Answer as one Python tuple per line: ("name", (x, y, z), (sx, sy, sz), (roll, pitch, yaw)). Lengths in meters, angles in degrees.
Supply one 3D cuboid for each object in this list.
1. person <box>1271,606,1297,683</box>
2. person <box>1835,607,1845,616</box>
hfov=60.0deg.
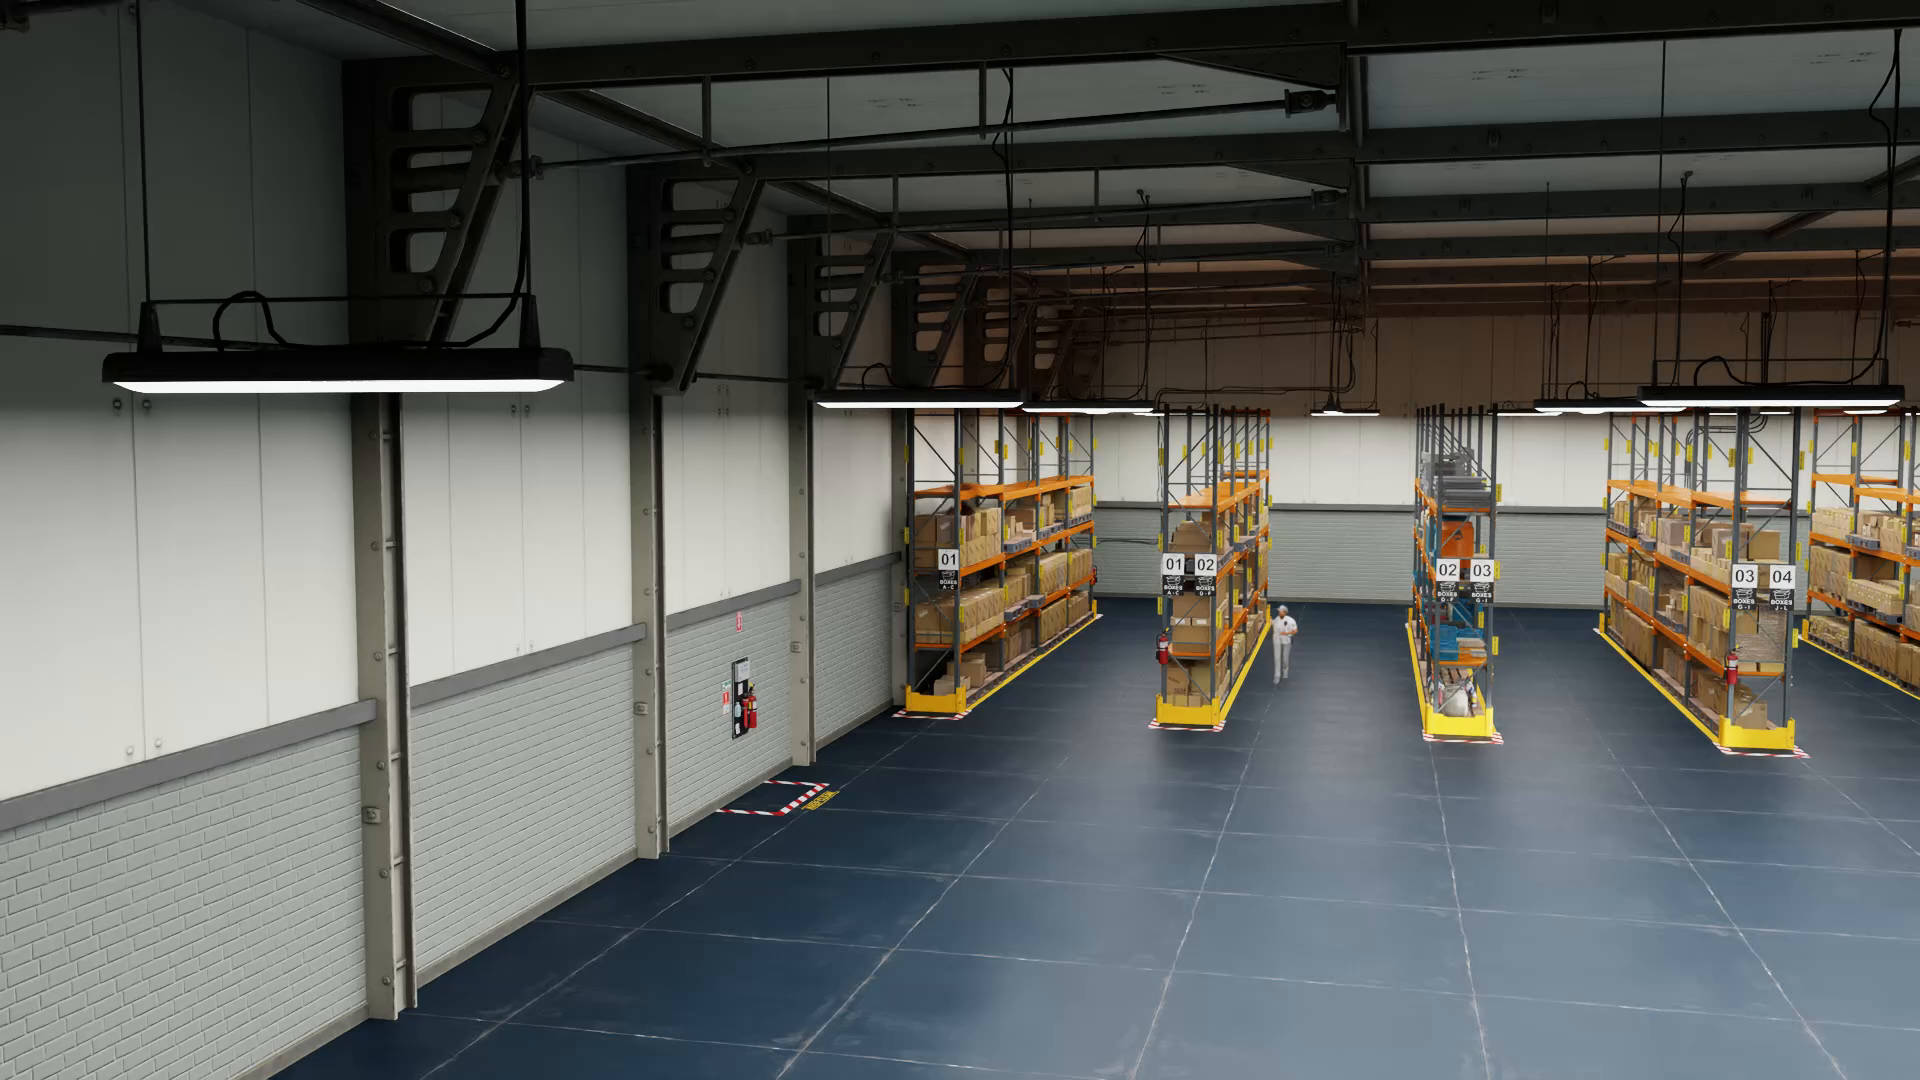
("person", (7.039, 2.245, 36.118), (0.568, 1.629, 0.998), (1, 4, 14))
("person", (23.693, 1.690, 44.596), (0.539, 1.622, 0.334), (1, 4, 19))
